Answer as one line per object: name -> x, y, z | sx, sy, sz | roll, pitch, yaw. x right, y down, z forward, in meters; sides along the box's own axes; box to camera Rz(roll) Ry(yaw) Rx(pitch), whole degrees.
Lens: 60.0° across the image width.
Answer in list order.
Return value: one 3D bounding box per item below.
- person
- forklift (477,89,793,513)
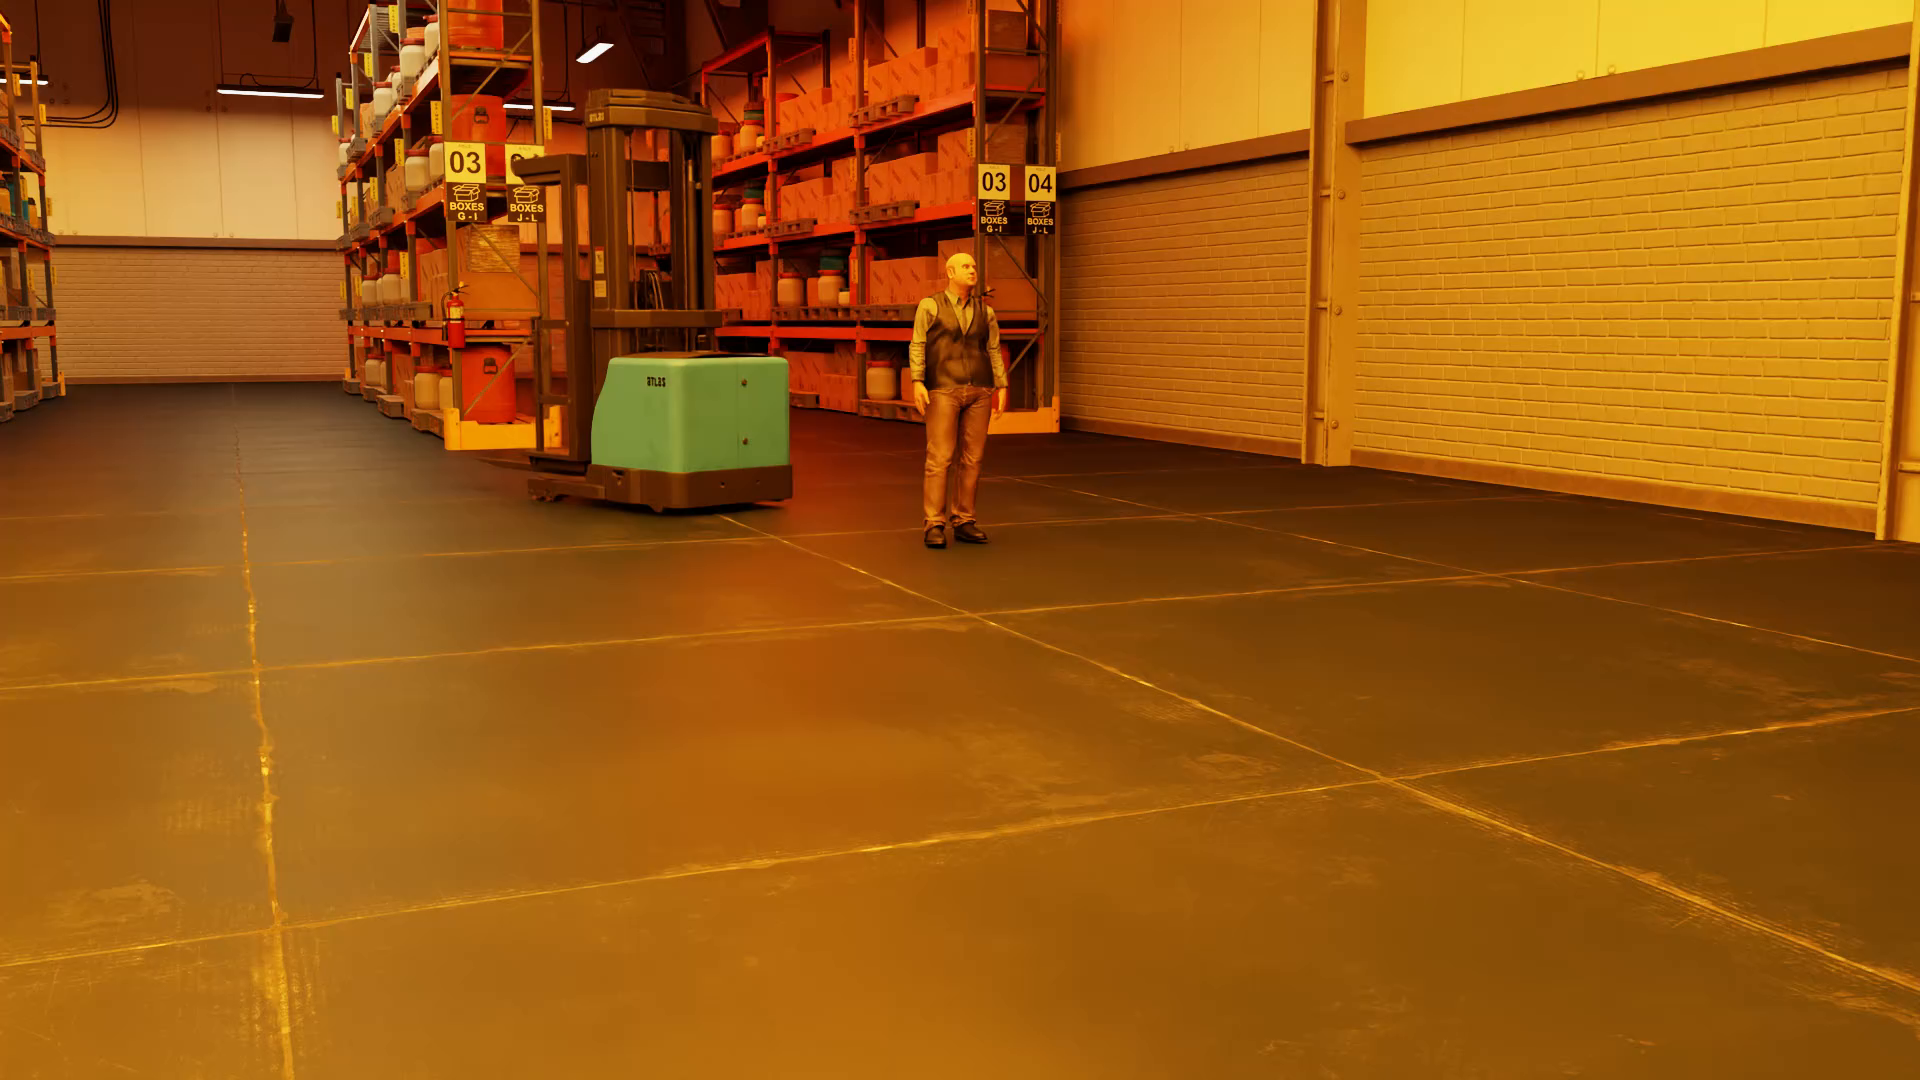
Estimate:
person -> 0.019, -0.853, 9.980 | 0.634, 1.722, 0.566 | -3, 8, -23
forklift -> -2.591, -1.776, 12.416 | 1.130, 2.935, 3.031 | -7, 11, -44
